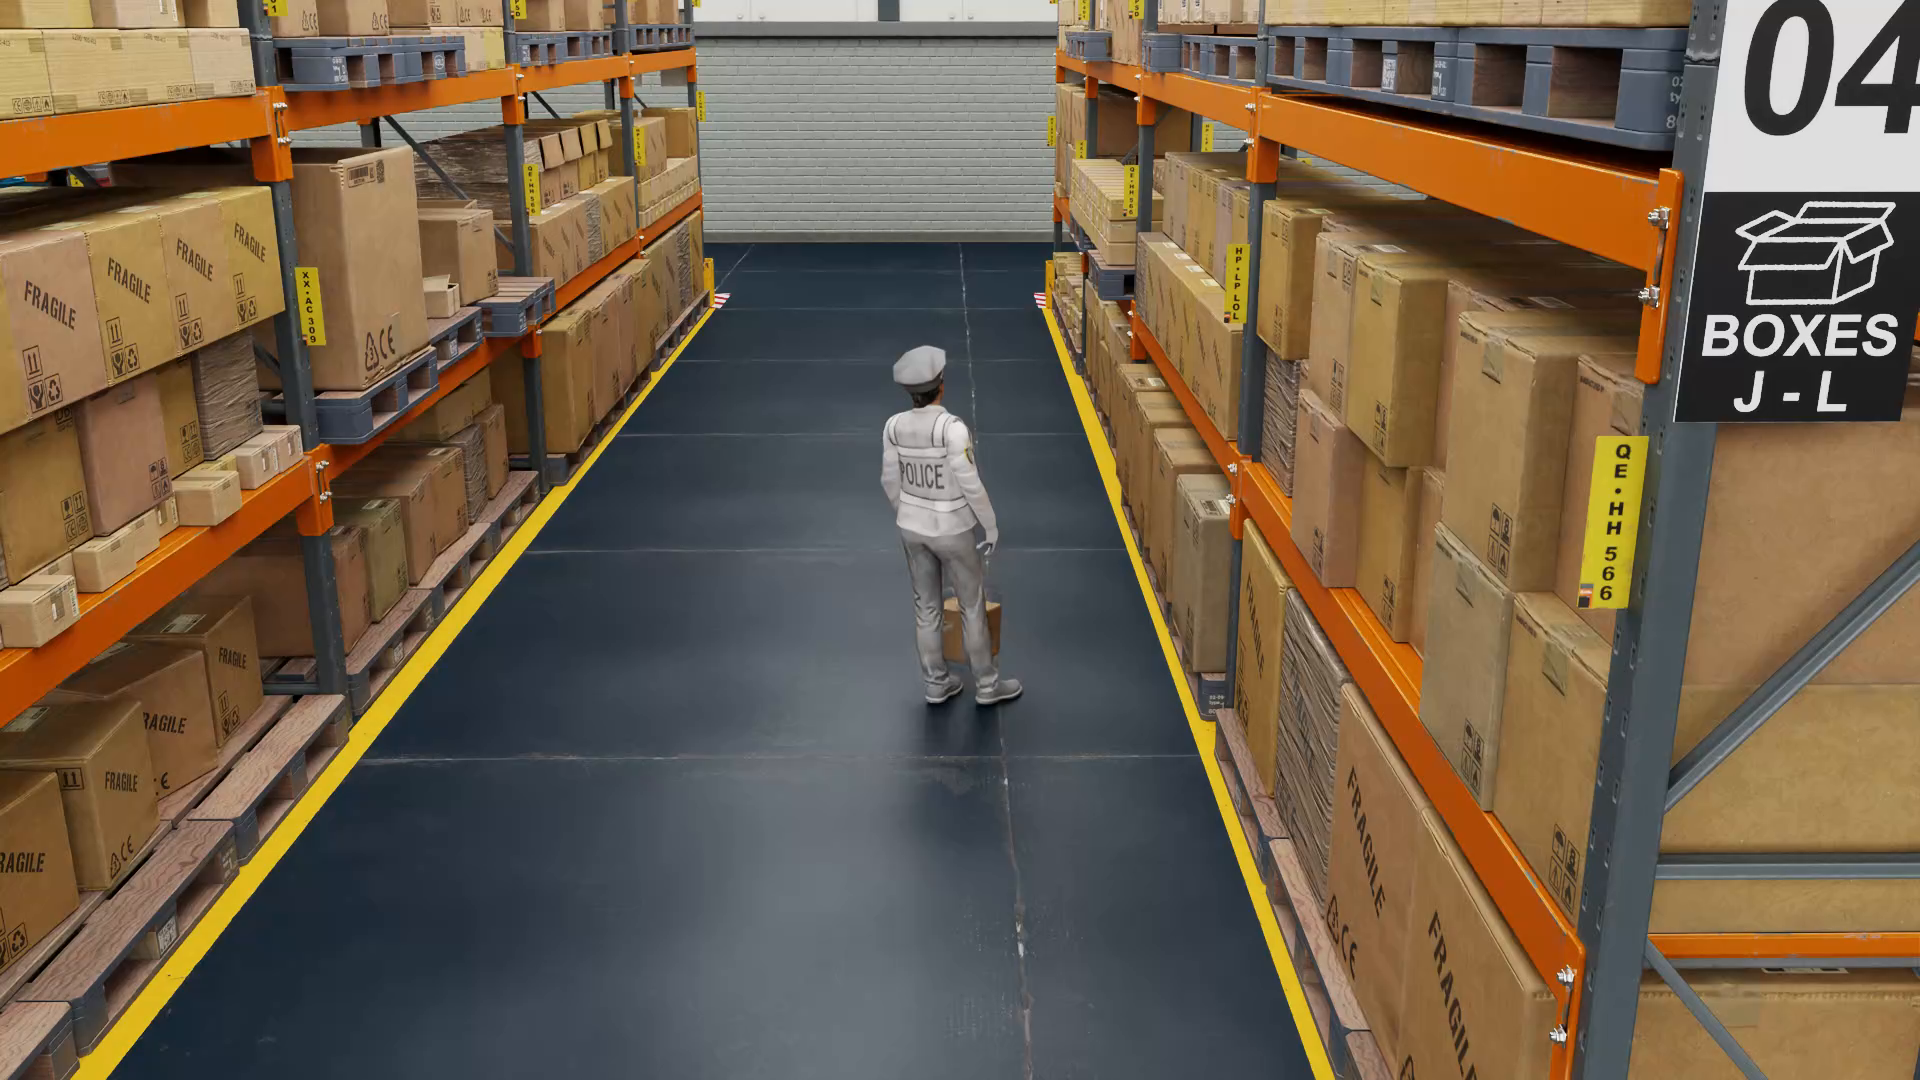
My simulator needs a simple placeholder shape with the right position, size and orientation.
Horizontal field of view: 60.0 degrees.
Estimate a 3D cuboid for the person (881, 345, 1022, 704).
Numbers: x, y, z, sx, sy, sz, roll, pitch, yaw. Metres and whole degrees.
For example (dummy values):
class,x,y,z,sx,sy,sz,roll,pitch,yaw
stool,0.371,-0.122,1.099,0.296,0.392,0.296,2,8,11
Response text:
class,x,y,z,sx,sy,sz,roll,pitch,yaw
person,-0.060,-0.062,7.658,0.568,1.696,0.539,11,20,31
